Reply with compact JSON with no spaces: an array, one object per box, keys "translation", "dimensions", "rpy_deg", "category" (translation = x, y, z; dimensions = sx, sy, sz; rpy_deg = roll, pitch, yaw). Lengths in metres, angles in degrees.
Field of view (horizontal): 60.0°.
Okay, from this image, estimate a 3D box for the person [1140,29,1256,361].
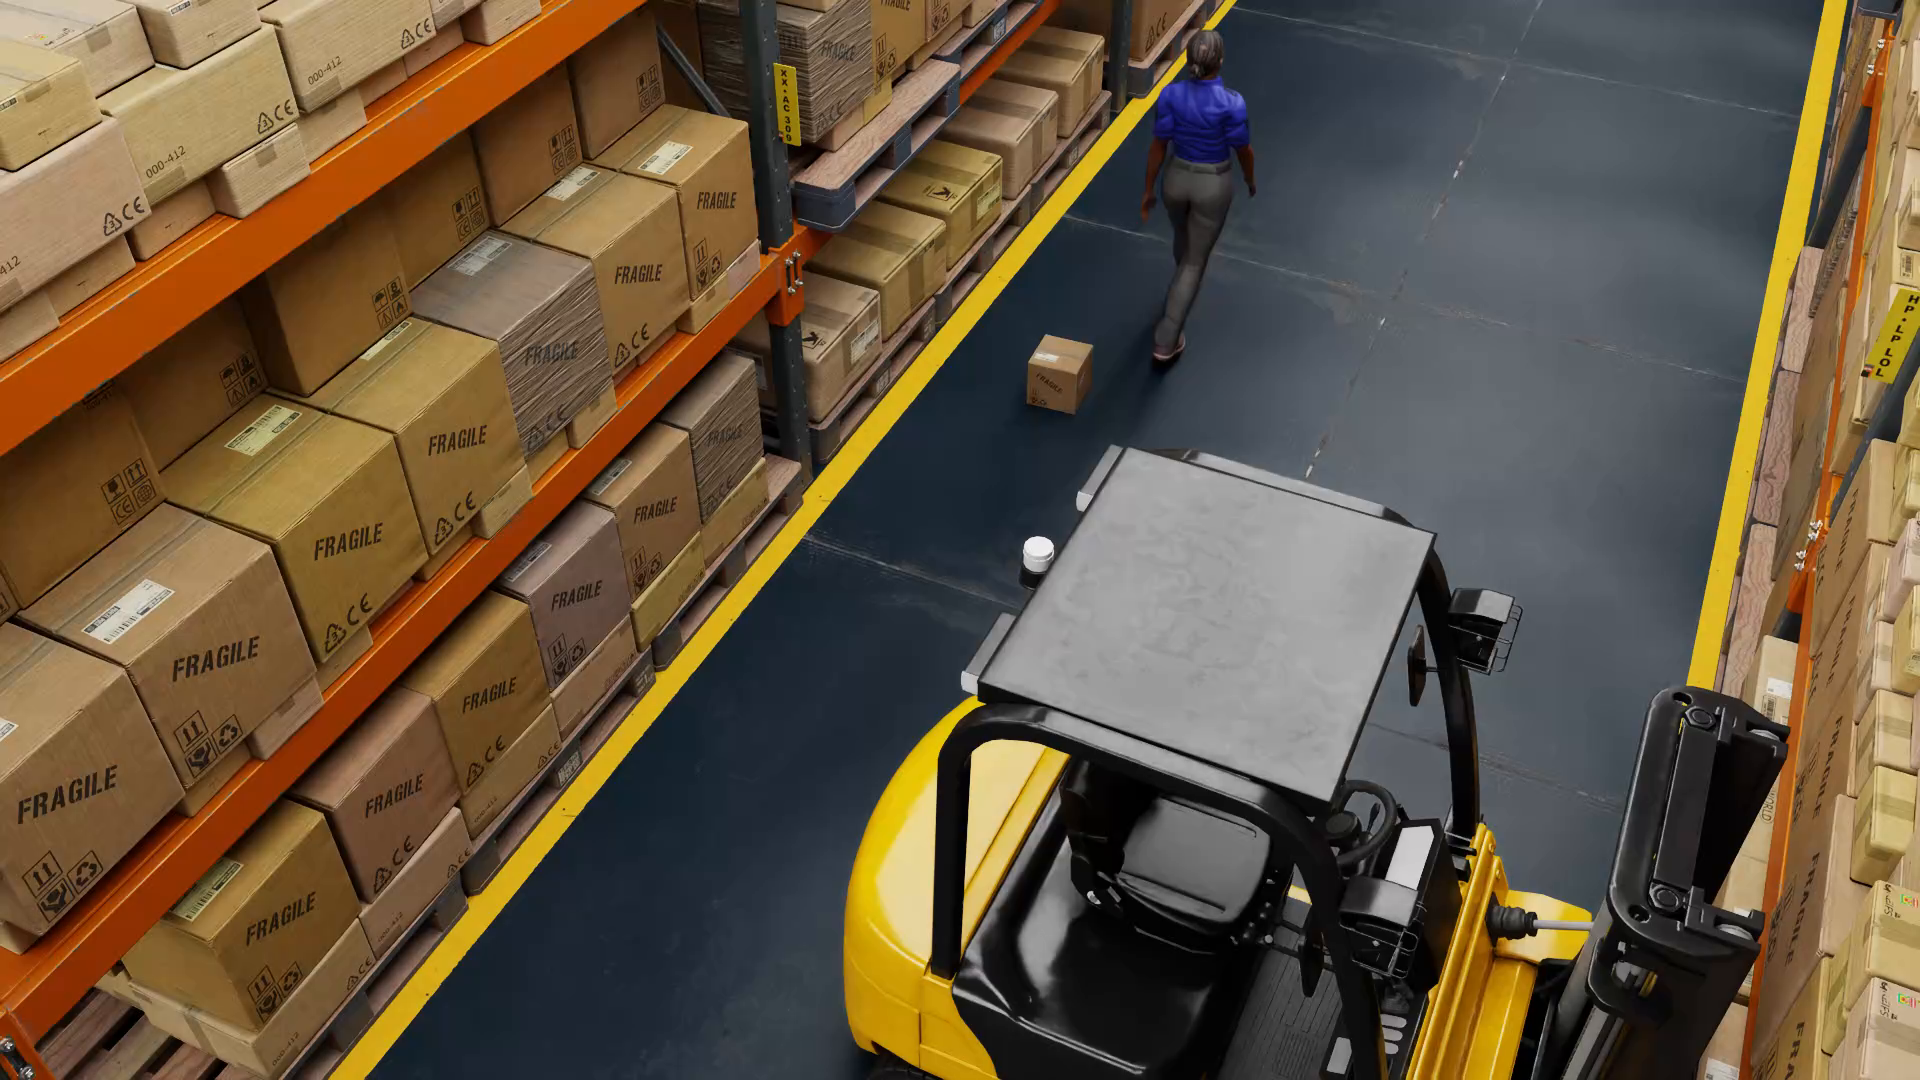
[{"translation":[1.178,-1.748,8.080],"dimensions":[0.475,1.595,0.989],"rpy_deg":[19,46,20],"category":"person"}]
